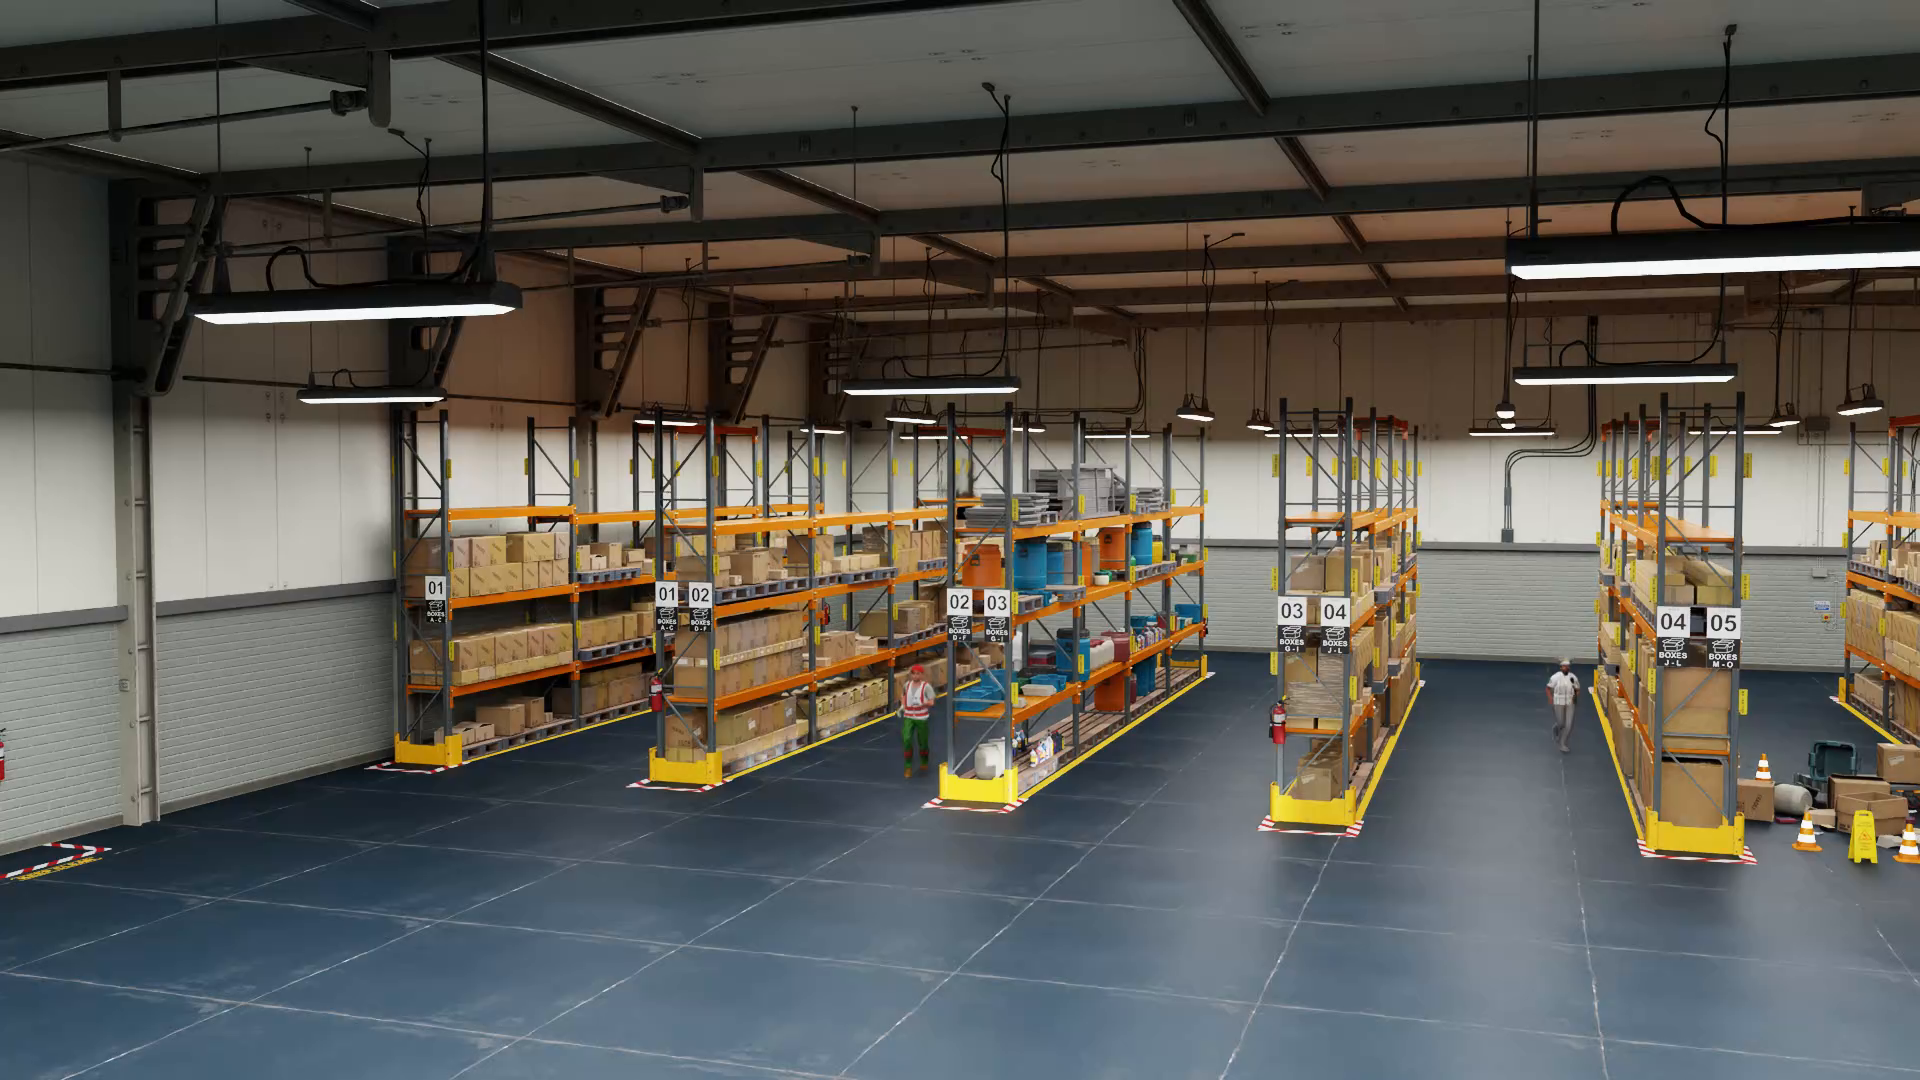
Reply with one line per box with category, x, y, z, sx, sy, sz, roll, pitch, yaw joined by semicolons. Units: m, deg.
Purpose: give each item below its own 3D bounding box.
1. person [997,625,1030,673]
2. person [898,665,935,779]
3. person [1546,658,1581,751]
person;1.130;2.596;35.735;0.677;1.794;0.683;0;2;11
person;-0.716;2.946;27.047;0.643;1.846;0.774;1;3;12
person;10.727;2.914;29.513;0.574;1.658;0.558;0;2;9
